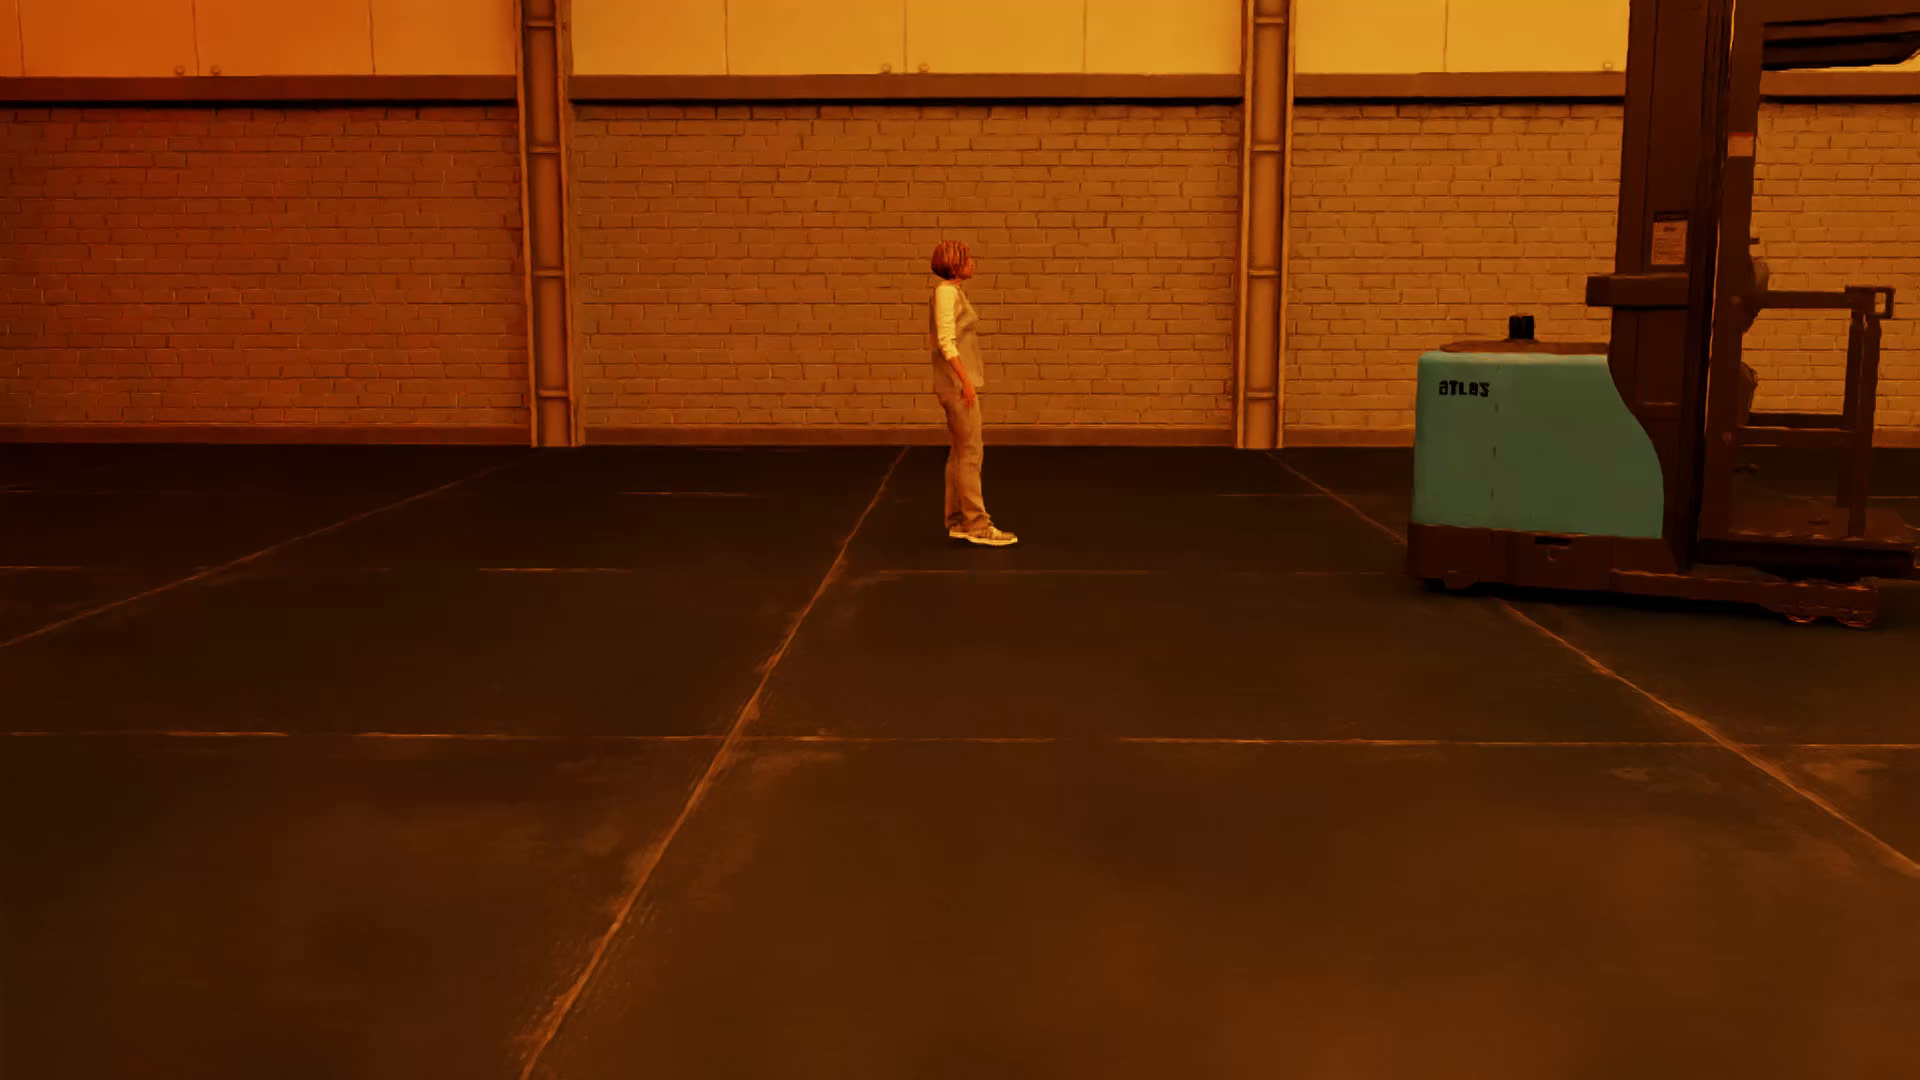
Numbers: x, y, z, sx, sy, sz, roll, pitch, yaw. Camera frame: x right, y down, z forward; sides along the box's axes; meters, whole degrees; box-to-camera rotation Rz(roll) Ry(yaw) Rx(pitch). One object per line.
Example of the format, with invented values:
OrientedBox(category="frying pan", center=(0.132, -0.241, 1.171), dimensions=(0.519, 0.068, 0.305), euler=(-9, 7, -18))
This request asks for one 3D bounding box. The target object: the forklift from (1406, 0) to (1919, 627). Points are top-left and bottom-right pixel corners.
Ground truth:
OrientedBox(category="forklift", center=(3.576, -1.190, 7.083), dimensions=(3.031, 2.935, 1.130), euler=(4, 10, 25))

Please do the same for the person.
OrientedBox(category="person", center=(0.074, -0.794, 8.865), dimensions=(0.474, 1.597, 0.521), euler=(0, 9, 1))
